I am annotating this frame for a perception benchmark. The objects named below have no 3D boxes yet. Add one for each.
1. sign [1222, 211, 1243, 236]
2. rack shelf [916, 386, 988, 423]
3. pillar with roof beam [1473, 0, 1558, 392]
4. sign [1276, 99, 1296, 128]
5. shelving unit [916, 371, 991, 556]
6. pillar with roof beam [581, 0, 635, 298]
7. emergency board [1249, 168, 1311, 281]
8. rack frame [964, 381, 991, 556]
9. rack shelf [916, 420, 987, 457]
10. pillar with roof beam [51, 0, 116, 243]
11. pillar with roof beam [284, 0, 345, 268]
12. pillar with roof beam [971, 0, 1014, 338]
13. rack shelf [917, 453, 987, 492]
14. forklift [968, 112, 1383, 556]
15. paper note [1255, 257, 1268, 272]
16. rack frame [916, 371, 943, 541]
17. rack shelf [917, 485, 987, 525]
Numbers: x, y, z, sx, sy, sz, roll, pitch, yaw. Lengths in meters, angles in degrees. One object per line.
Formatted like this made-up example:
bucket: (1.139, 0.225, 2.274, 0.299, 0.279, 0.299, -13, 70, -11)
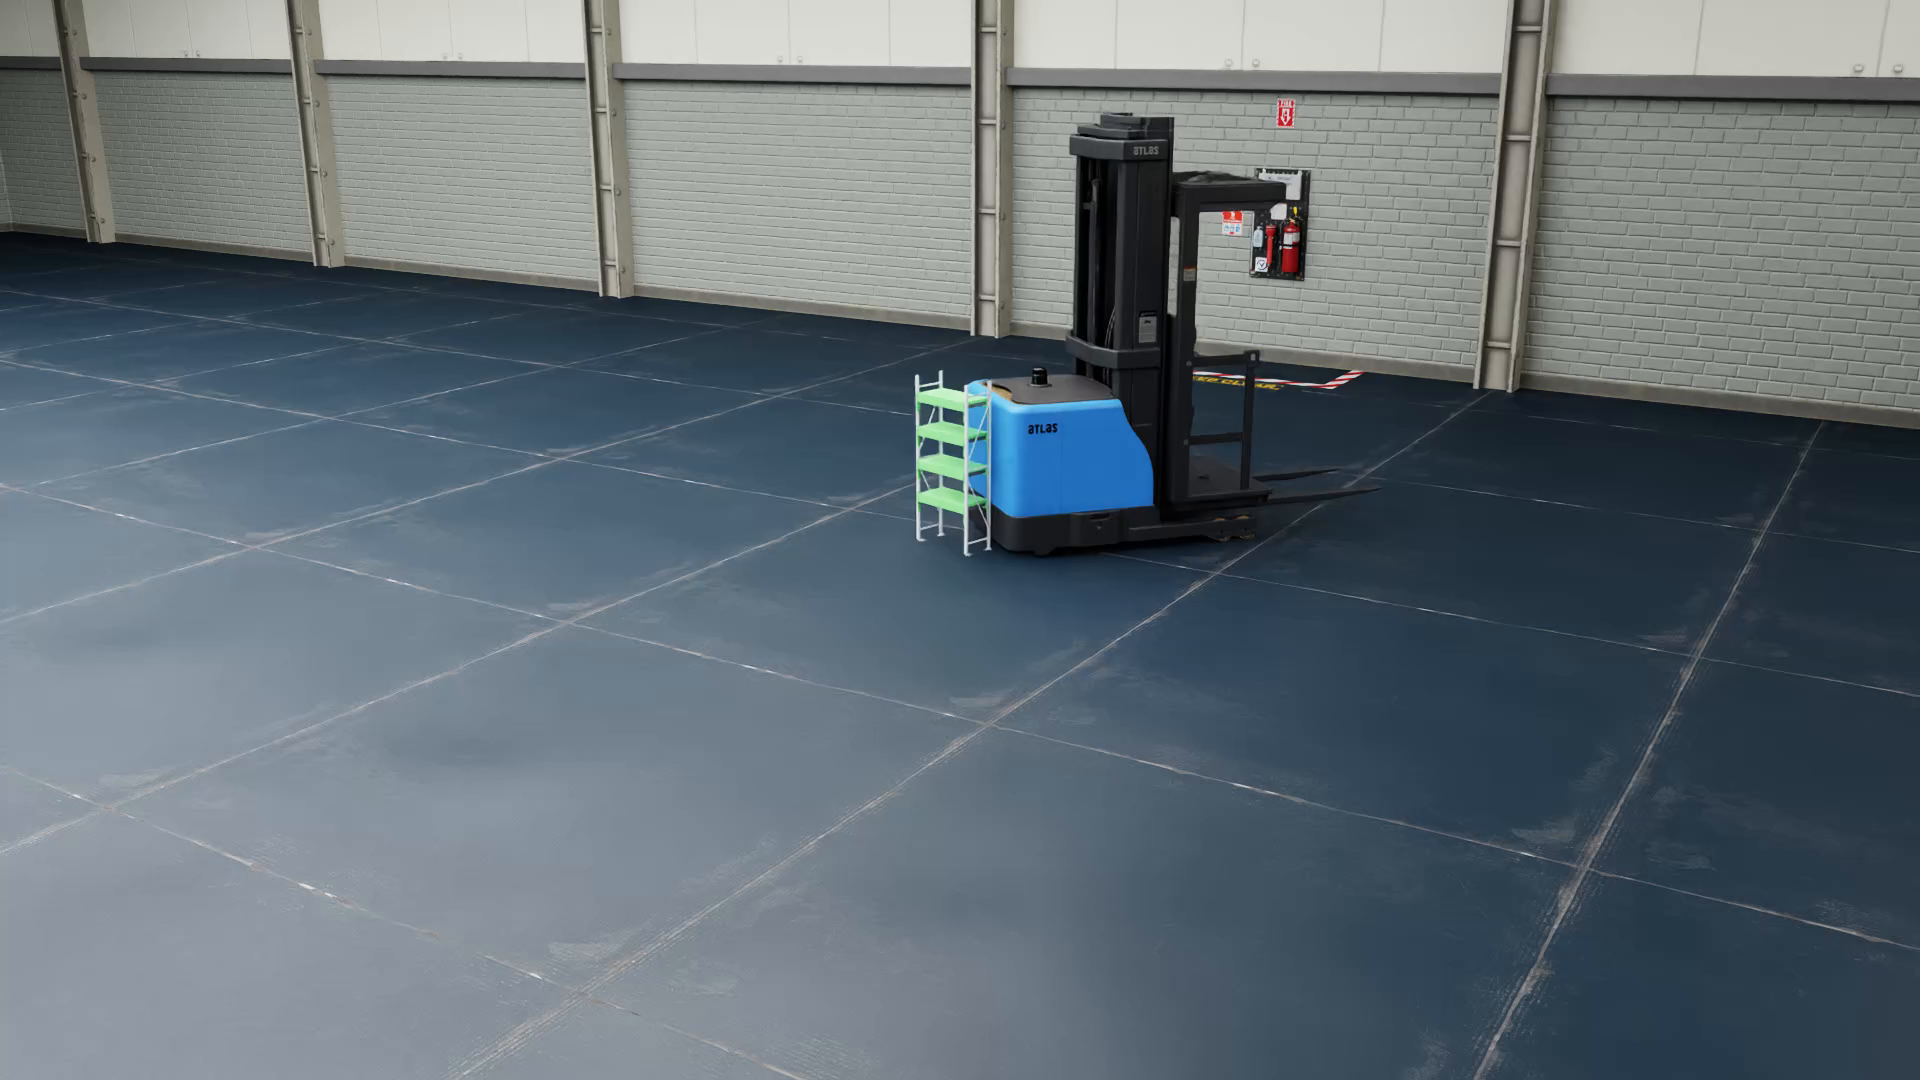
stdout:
sign: (2.982, -3.504, 18.193, 0.234, 0.329, 0.001, 10, 20, 30)
rack shelf: (-0.047, -0.936, 11.468, 0.258, 0.148, 0.480, -16, 23, -41)
pillar with roof beam: (3.232, -4.796, 12.186, 0.400, 9.000, 9.100, 10, 20, 30)
sign: (3.445, -4.512, 17.585, 0.199, 0.298, 0.001, 10, 20, 30)
shelving unit: (-0.047, -0.538, 11.589, 0.258, 1.200, 0.503, -16, 23, -41)
pillar with roof beam: (-6.993, -6.621, 18.195, 0.400, 9.000, 9.100, 10, 20, 30)
emergency board: (3.400, -3.377, 17.837, 0.643, 1.169, 0.194, 10, 20, 30)
rack frame: (0.122, -0.487, 11.420, 0.240, 1.200, 0.015, -16, 23, -41)
rack shelf: (-0.047, -0.707, 11.538, 0.258, 0.148, 0.480, -16, 23, -41)
pillar with roof beam: (-17.219, -8.446, 24.204, 0.400, 9.000, 9.100, 10, 20, 30)
pillar with roof beam: (-12.106, -7.534, 21.200, 0.400, 9.000, 9.100, 10, 20, 30)
pillar with roof beam: (-1.880, -5.708, 15.191, 0.400, 9.000, 9.100, 10, 20, 30)
rack shelf: (-0.047, -0.477, 11.607, 0.258, 0.148, 0.480, -16, 23, -41)
forklift: (1.615, -1.530, 11.874, 3.031, 2.935, 1.130, -6, 18, -18)
paper note: (3.285, -2.999, 18.110, 0.142, 0.148, 0.016, 10, 20, 30)
rack frame: (-0.215, -0.590, 11.758, 0.240, 1.200, 0.015, -16, 23, -41)
rack shelf: (-0.047, -0.247, 11.677, 0.258, 0.148, 0.480, -16, 23, -41)
